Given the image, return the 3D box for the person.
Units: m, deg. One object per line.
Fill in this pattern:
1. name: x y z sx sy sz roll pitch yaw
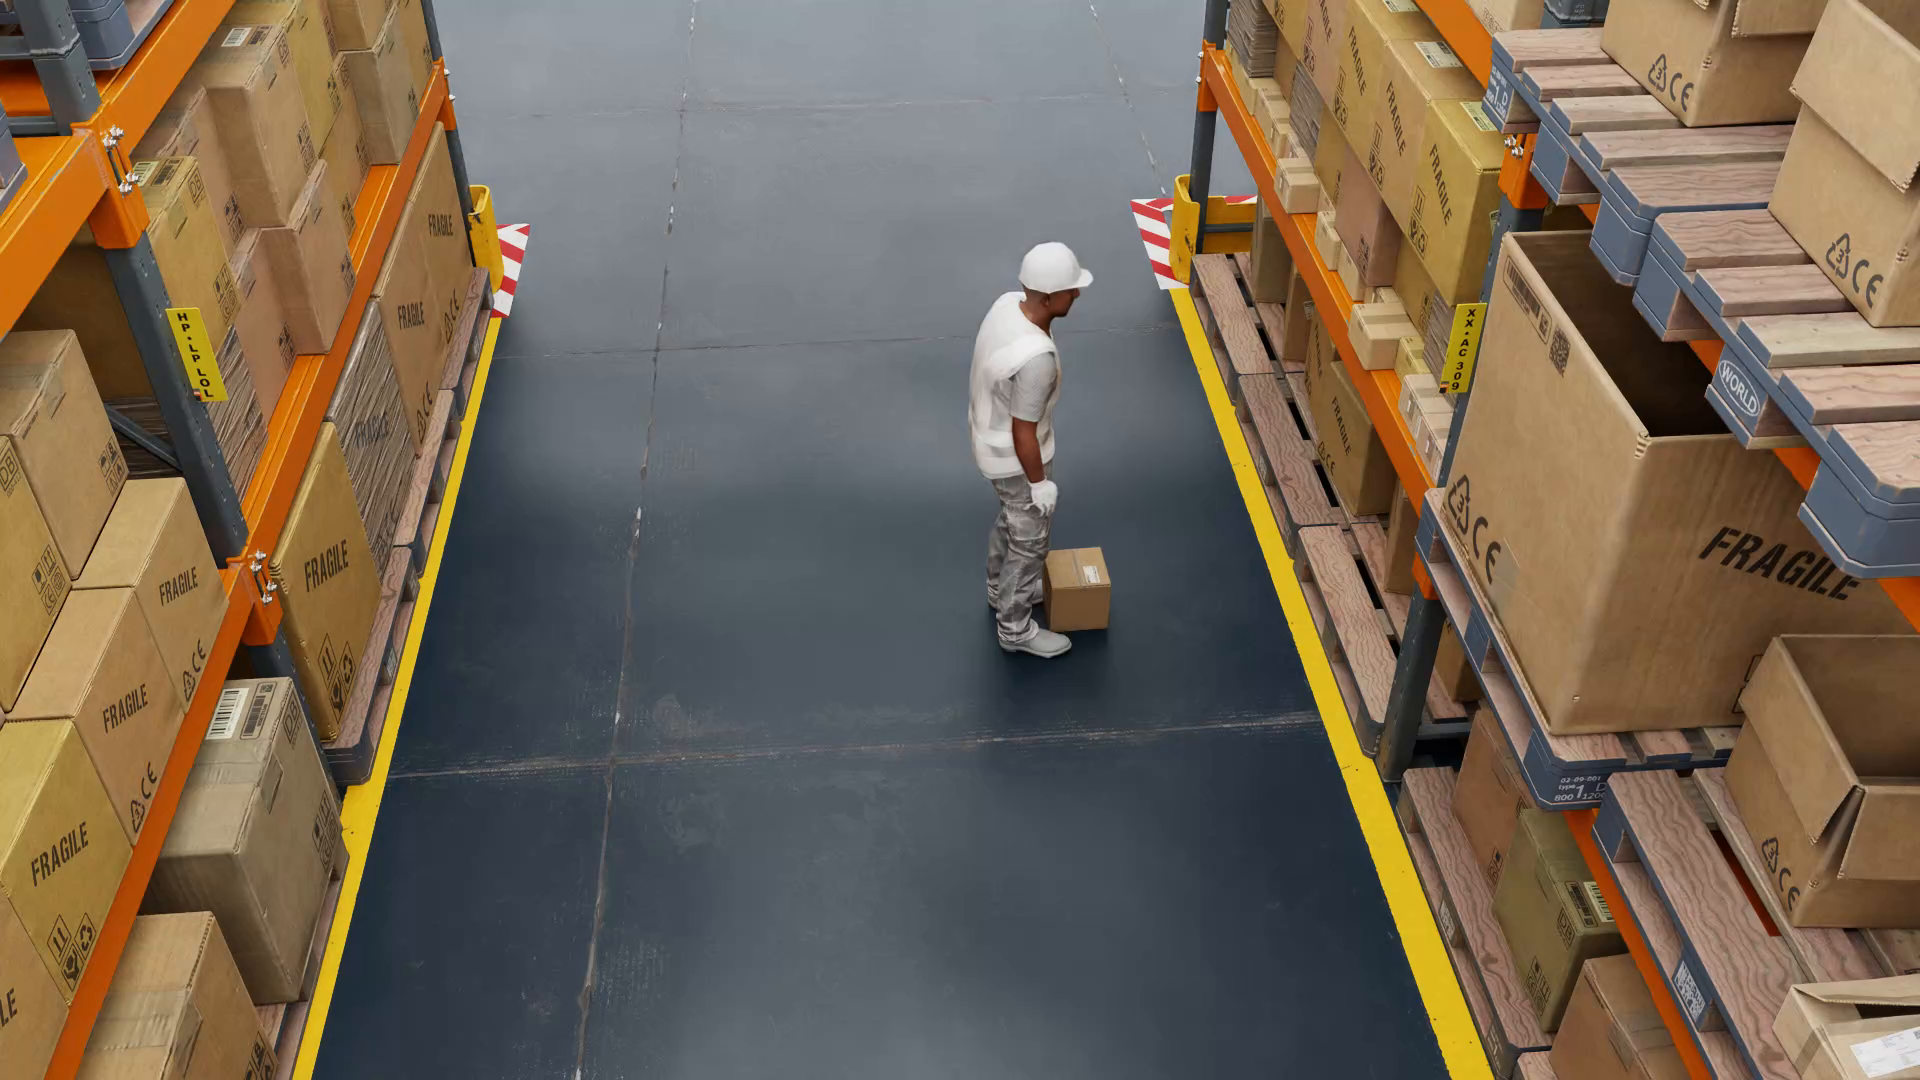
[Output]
1. person: 0.268 -0.360 6.594 0.453 1.774 0.622 -4 39 -4
